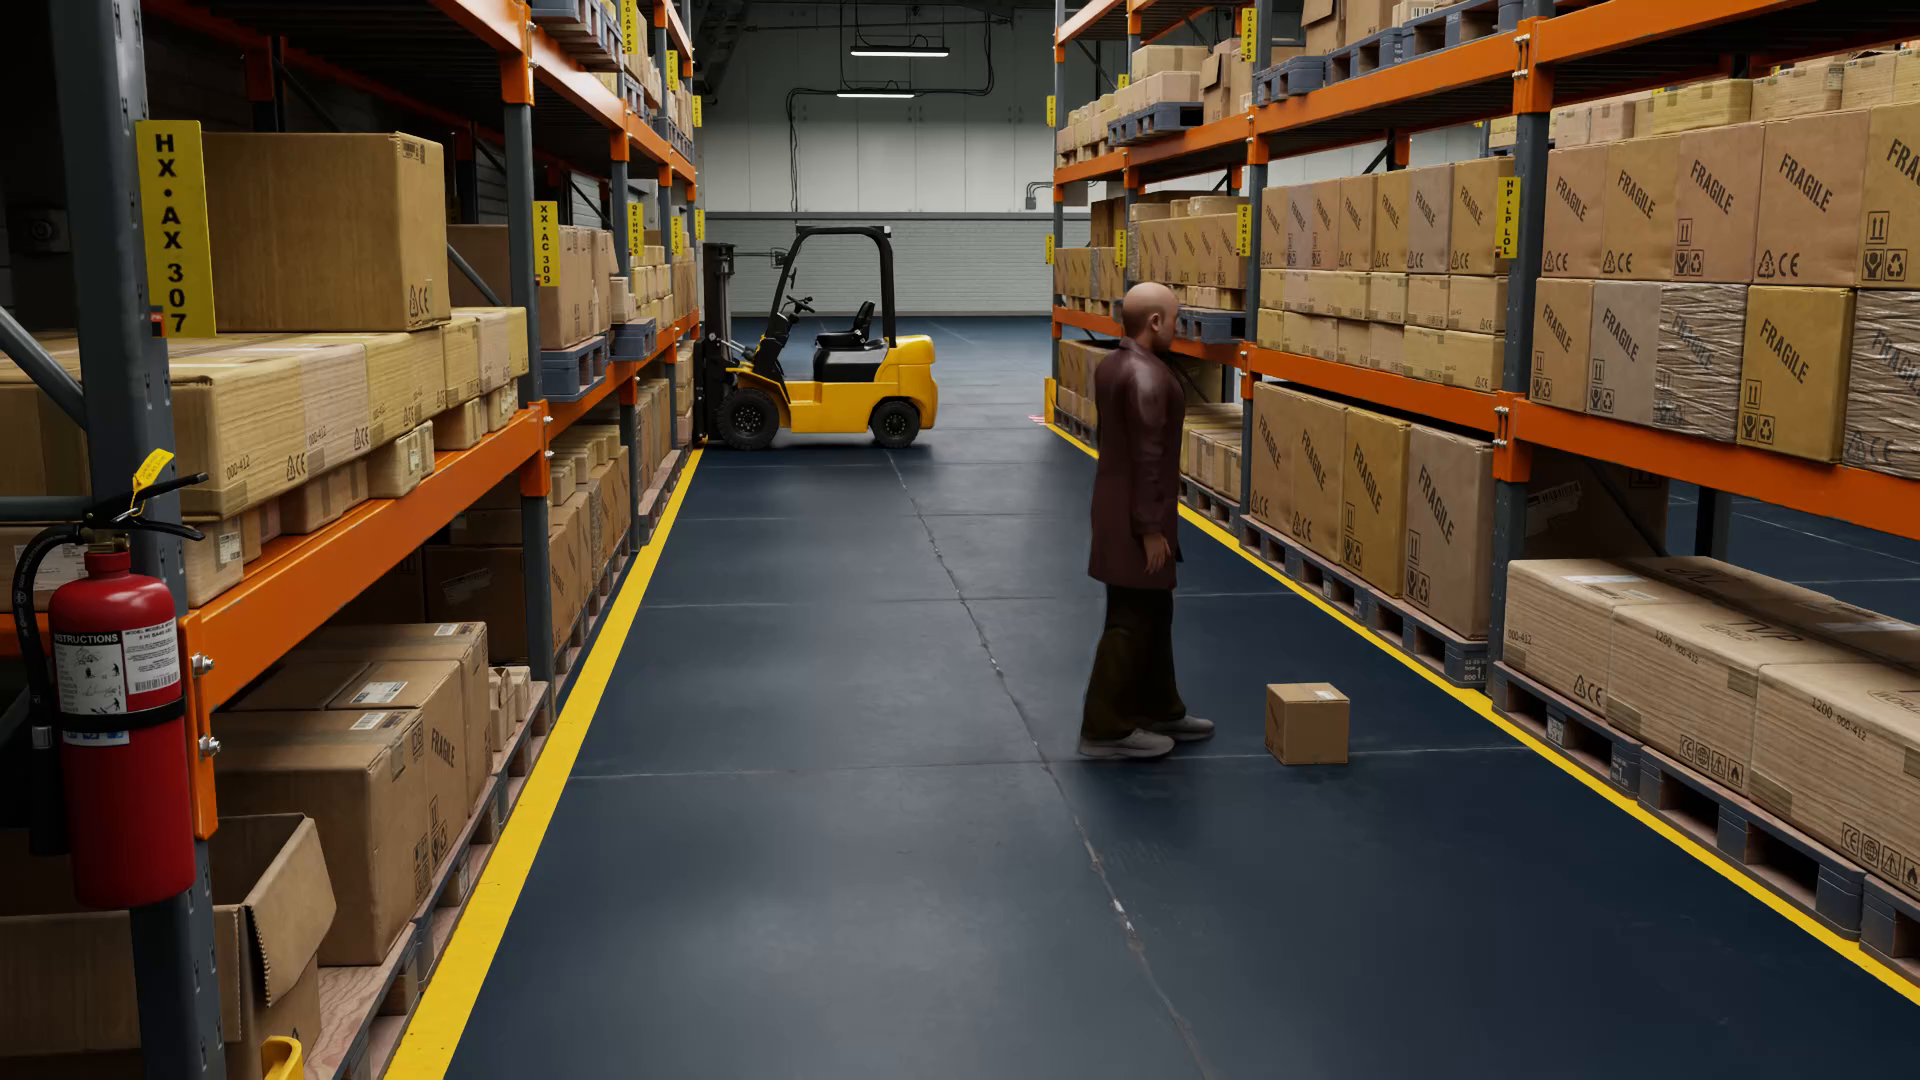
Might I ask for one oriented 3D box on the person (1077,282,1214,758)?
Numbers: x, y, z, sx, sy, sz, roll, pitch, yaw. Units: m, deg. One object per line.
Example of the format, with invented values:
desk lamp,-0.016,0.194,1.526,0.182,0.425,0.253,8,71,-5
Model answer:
person,0.733,-0.044,6.277,0.612,1.728,0.609,-2,10,-10
